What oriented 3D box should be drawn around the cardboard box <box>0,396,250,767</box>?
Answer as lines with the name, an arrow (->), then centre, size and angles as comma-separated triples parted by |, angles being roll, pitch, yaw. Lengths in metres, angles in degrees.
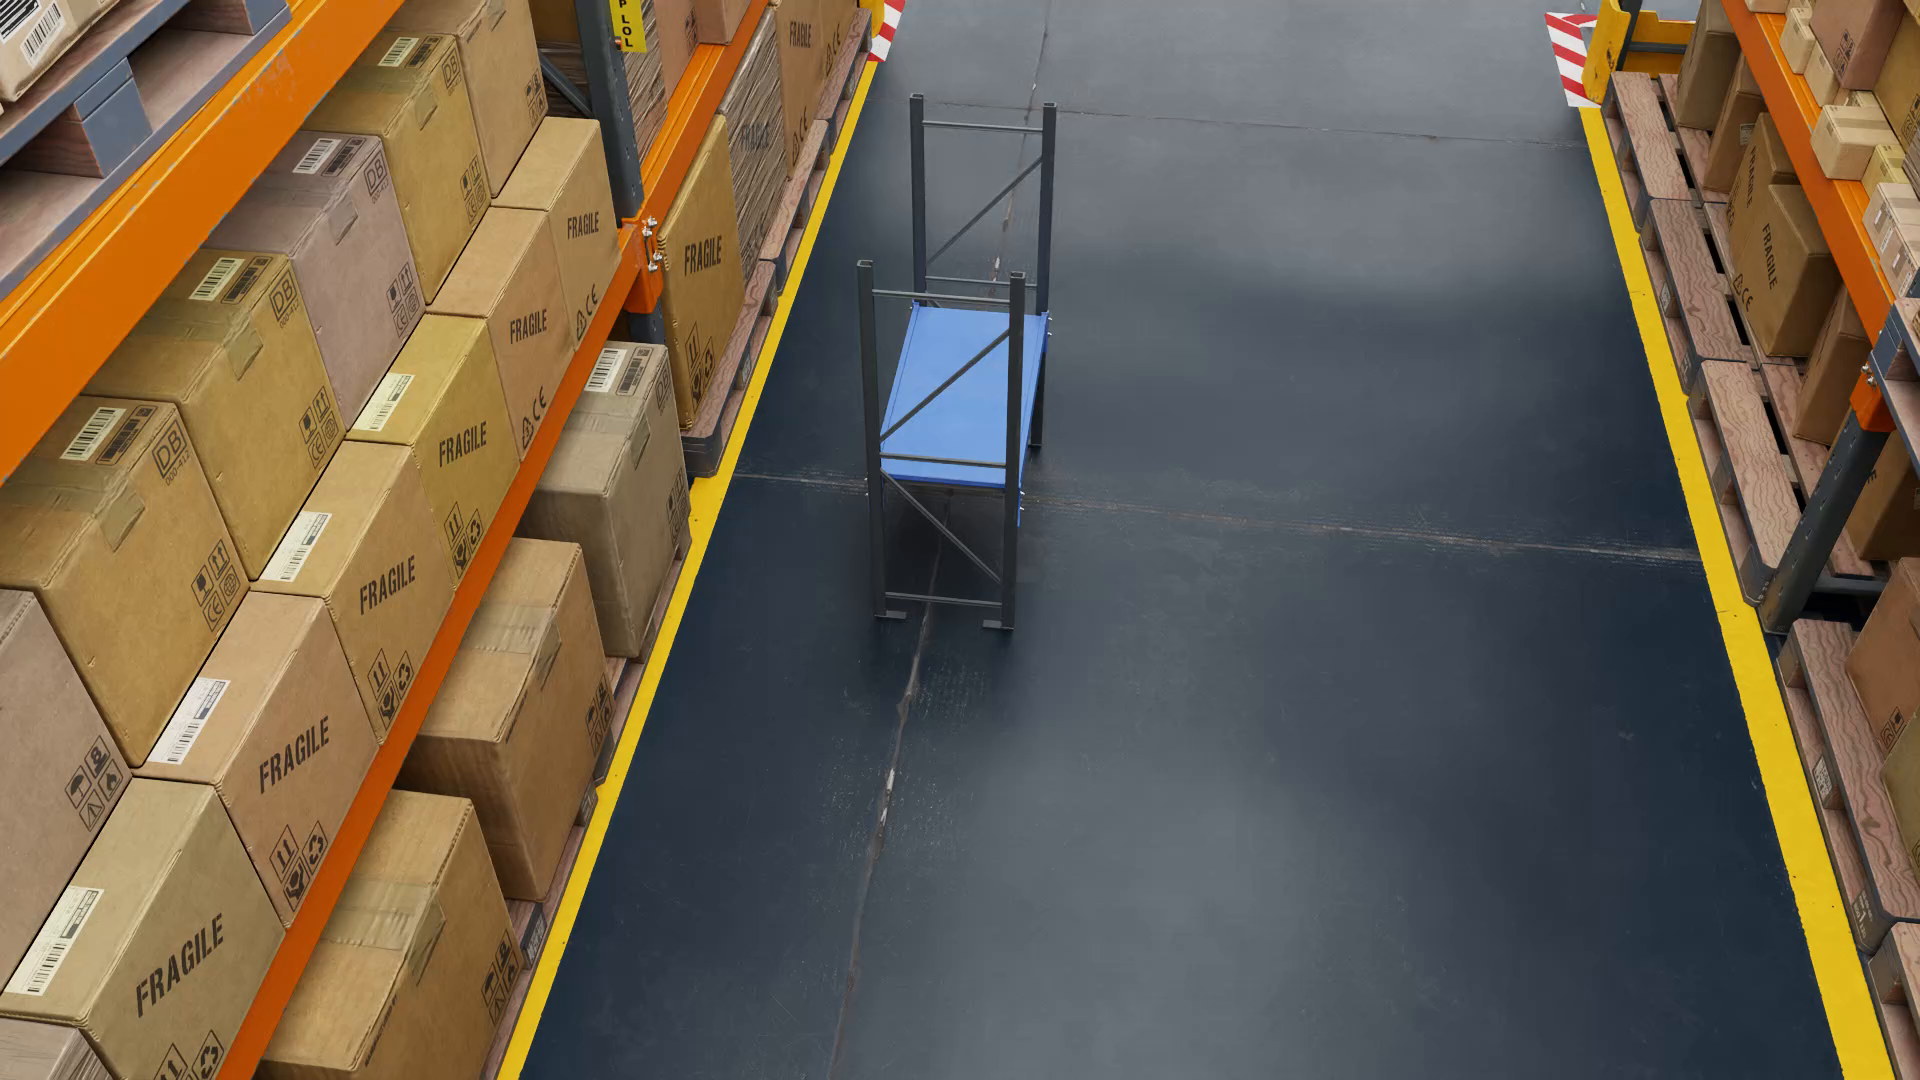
cardboard box -> -1.878, 0.057, 3.208 | 0.700, 0.500, 0.500 | 5, 44, 5

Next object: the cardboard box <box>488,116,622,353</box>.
cardboard box -> -1.354, -0.926, 4.973 | 0.500, 0.500, 0.500 | 5, 44, 5

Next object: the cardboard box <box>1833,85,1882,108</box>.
cardboard box -> 3.311, -1.505, 5.841 | 0.380, 0.149, 0.250 | 5, 44, 6

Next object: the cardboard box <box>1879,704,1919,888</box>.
cardboard box -> 3.169, 0.738, 4.787 | 0.700, 0.500, 0.500 | 5, 44, 5

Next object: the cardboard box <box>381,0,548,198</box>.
cardboard box -> -1.610, -1.330, 4.673 | 0.700, 0.500, 0.500 | 5, 44, 5

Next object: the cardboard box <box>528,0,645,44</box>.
cardboard box -> -1.467, -1.964, 5.249 | 0.875, 0.550, 0.550 | 5, 44, 6

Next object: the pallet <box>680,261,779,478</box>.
pallet -> -1.372, -0.768, 6.908 | 1.003, 0.211, 1.213 | 5, 44, 6

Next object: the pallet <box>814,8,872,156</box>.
pallet -> -1.049, -2.431, 8.664 | 1.003, 0.211, 1.213 | 5, 44, 6

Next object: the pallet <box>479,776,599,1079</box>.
pallet -> -1.736, 1.110, 4.925 | 1.003, 0.211, 1.213 | 5, 44, 6

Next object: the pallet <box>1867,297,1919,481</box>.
pallet -> 3.108, -0.173, 4.390 | 1.003, 0.211, 1.213 | 5, 44, 6

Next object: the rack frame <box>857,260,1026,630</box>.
rack frame -> -0.056, -0.256, 5.430 | 0.500, 1.500, 0.032 | 5, 44, 6

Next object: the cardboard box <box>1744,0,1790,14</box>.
cardboard box -> 3.313, -2.199, 6.573 | 0.380, 0.149, 0.250 | 5, 44, 6

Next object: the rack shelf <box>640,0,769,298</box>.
rack shelf -> -1.286, -2.371, 7.096 | 1.077, 0.370, 4.000 | 5, 44, 6

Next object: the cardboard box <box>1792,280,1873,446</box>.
cardboard box -> 3.514, -0.655, 6.272 | 0.500, 0.500, 0.500 | 19, 46, 19

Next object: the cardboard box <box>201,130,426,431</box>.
cardboard box -> -1.743, -0.635, 3.939 | 0.700, 0.500, 0.500 | 6, 44, 6

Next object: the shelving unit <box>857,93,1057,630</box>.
shelving unit -> 0.011, -0.603, 5.796 | 0.538, 1.500, 1.048 | 5, 44, 6

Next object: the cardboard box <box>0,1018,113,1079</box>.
cardboard box -> -1.752, 1.139, 2.793 | 0.500, 0.500, 0.500 | 6, 44, 6

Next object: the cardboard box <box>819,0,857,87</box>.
cardboard box -> -1.045, -2.908, 8.380 | 0.875, 0.875, 0.875 | 5, 44, 6

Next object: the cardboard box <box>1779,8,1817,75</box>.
cardboard box -> 3.303, -1.853, 6.208 | 0.380, 0.149, 0.250 | 5, 44, 6

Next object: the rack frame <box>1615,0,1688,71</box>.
rack frame -> 3.882, -3.476, 7.739 | 1.000, 3.000, 0.127 | 5, 44, 6

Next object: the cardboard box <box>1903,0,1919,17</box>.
cardboard box -> 3.205, -1.930, 5.090 | 0.500, 0.500, 0.500 | 5, 44, 6

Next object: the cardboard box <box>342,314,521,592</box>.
cardboard box -> -1.488, -0.237, 4.246 | 0.500, 0.500, 0.500 | 6, 44, 6

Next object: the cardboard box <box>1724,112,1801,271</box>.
cardboard box -> 3.636, -1.461, 7.124 | 0.500, 0.500, 0.500 | 9, 44, 9

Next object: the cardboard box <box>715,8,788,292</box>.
cardboard box -> -1.282, -1.687, 7.090 | 0.875, 0.875, 0.875 | 6, 44, 6

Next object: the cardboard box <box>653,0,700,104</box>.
cardboard box -> -1.463, -1.953, 6.022 | 0.875, 0.550, 0.550 | 5, 44, 6

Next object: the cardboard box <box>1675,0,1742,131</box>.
cardboard box -> 3.783, -2.297, 8.006 | 0.500, 0.500, 0.500 | 13, 45, 13

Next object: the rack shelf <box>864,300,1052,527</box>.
rack shelf -> 0.011, -0.472, 5.919 | 0.538, 0.185, 1.000 | 5, 44, 6

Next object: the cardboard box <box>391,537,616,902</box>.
cardboard box -> -1.674, 0.483, 4.889 | 1.050, 0.750, 0.750 | 5, 44, 6

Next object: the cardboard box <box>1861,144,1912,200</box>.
cardboard box -> 3.225, -1.166, 5.483 | 0.380, 0.149, 0.250 | 5, 44, 6

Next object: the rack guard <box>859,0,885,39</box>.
rack guard -> -1.018, -3.104, 9.165 | 1.175, 0.500, 0.348 | 5, 44, 6

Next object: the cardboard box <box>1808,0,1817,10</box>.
cardboard box -> 3.648, -2.220, 6.124 | 0.875, 0.500, 0.500 | 5, 44, 6

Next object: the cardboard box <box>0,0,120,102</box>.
cardboard box -> -1.631, -0.954, 2.581 | 0.500, 0.311, 0.500 | 5, 44, 5

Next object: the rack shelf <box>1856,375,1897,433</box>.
rack shelf -> 3.089, 0.874, 3.668 | 1.077, 0.370, 4.000 | 5, 44, 6

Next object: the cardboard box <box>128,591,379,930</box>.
cardboard box -> -1.620, 0.448, 3.522 | 0.500, 0.500, 0.500 | 5, 44, 5

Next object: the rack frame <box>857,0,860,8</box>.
rack frame -> -1.021, -3.996, 8.288 | 1.000, 3.000, 0.127 | 5, 44, 6

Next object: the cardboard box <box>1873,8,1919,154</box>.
cardboard box -> 3.575, -1.533, 5.398 | 0.875, 0.500, 0.500 | 5, 44, 6

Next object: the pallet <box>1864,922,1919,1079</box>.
pallet -> 3.093, 1.627, 4.378 | 1.003, 0.211, 1.213 | 5, 44, 6

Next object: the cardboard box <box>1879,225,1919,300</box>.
cardboard box -> 3.090, -0.832, 5.130 | 0.380, 0.149, 0.250 | 5, 44, 6

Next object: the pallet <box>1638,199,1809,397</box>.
pallet -> 3.566, -1.032, 7.186 | 1.003, 0.211, 1.213 | 5, 44, 6
